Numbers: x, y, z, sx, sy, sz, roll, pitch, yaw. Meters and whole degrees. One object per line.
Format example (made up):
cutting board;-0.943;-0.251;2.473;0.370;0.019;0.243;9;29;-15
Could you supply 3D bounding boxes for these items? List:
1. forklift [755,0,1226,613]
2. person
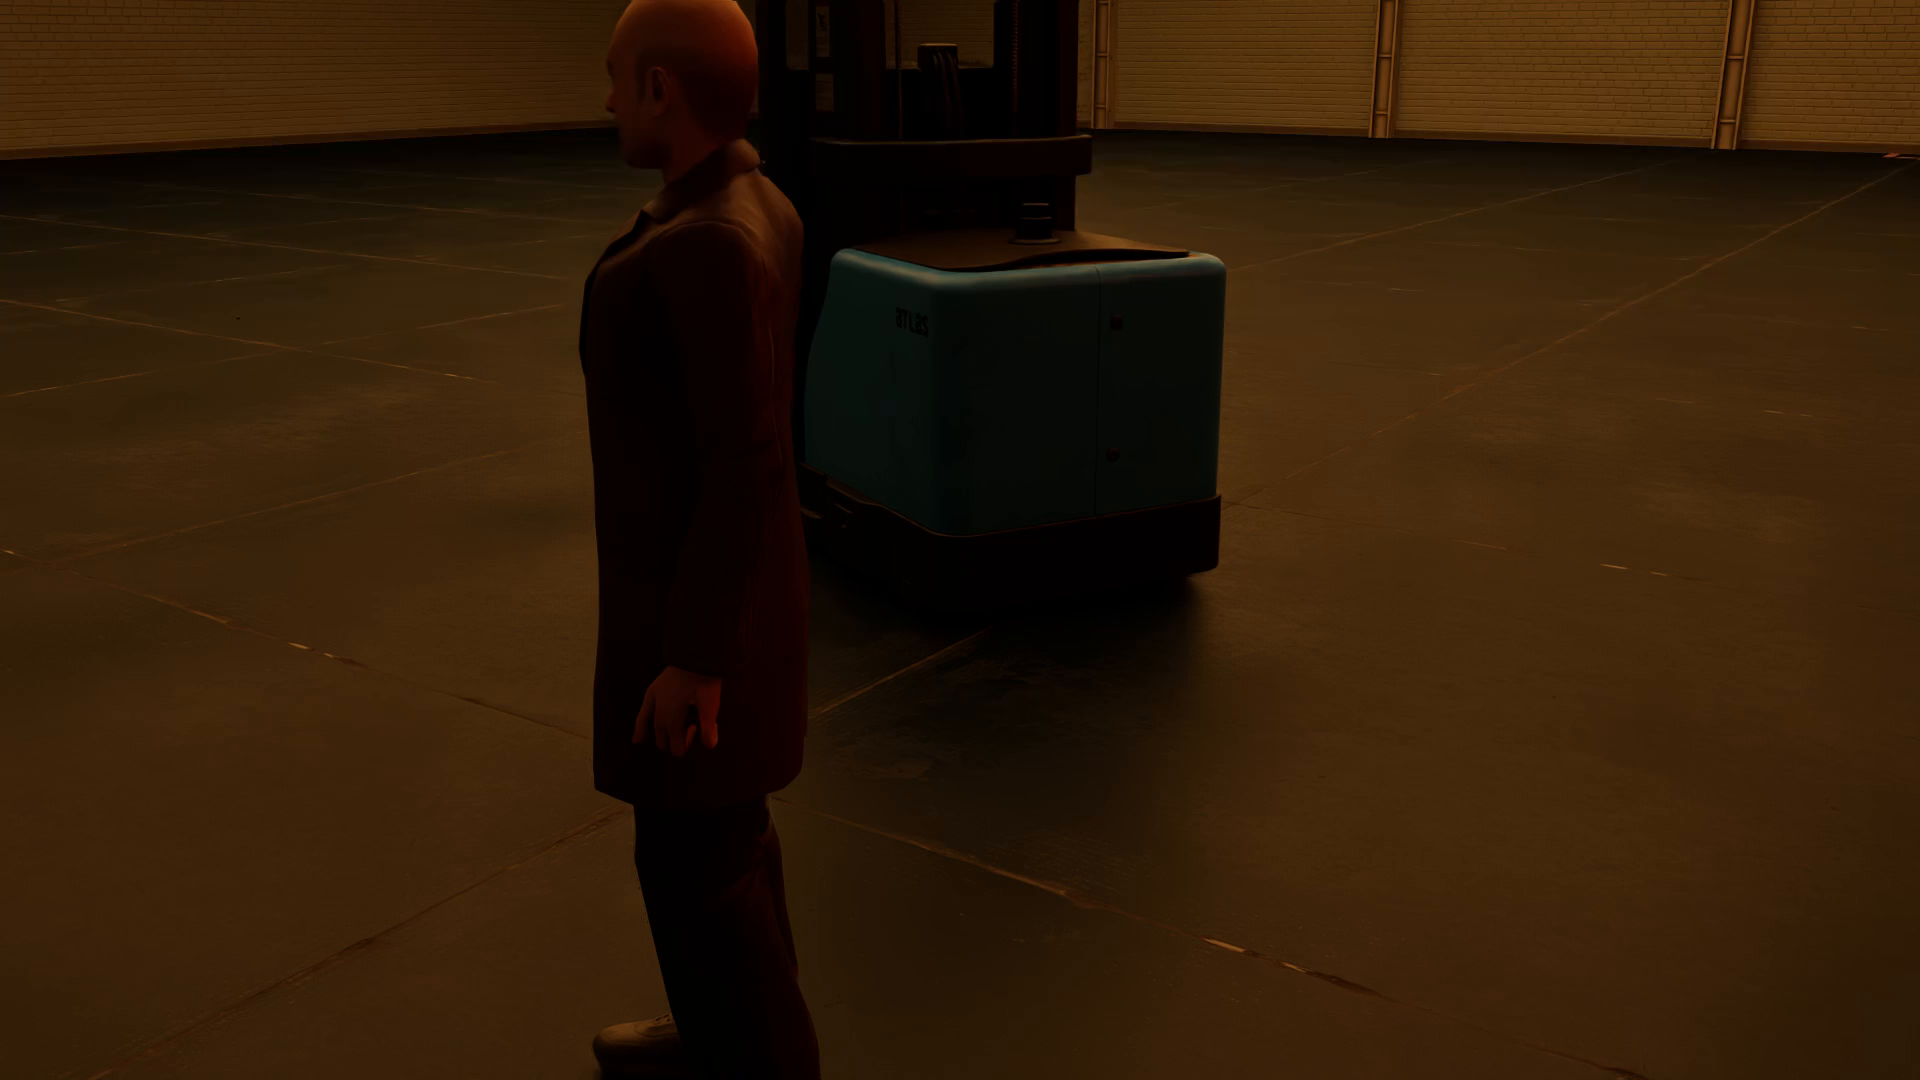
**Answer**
forklift;-0.302;-1.557;6.041;1.130;2.935;3.031;-9;19;-27
person;-0.419;0.107;2.484;0.420;1.782;0.643;-1;17;-3
